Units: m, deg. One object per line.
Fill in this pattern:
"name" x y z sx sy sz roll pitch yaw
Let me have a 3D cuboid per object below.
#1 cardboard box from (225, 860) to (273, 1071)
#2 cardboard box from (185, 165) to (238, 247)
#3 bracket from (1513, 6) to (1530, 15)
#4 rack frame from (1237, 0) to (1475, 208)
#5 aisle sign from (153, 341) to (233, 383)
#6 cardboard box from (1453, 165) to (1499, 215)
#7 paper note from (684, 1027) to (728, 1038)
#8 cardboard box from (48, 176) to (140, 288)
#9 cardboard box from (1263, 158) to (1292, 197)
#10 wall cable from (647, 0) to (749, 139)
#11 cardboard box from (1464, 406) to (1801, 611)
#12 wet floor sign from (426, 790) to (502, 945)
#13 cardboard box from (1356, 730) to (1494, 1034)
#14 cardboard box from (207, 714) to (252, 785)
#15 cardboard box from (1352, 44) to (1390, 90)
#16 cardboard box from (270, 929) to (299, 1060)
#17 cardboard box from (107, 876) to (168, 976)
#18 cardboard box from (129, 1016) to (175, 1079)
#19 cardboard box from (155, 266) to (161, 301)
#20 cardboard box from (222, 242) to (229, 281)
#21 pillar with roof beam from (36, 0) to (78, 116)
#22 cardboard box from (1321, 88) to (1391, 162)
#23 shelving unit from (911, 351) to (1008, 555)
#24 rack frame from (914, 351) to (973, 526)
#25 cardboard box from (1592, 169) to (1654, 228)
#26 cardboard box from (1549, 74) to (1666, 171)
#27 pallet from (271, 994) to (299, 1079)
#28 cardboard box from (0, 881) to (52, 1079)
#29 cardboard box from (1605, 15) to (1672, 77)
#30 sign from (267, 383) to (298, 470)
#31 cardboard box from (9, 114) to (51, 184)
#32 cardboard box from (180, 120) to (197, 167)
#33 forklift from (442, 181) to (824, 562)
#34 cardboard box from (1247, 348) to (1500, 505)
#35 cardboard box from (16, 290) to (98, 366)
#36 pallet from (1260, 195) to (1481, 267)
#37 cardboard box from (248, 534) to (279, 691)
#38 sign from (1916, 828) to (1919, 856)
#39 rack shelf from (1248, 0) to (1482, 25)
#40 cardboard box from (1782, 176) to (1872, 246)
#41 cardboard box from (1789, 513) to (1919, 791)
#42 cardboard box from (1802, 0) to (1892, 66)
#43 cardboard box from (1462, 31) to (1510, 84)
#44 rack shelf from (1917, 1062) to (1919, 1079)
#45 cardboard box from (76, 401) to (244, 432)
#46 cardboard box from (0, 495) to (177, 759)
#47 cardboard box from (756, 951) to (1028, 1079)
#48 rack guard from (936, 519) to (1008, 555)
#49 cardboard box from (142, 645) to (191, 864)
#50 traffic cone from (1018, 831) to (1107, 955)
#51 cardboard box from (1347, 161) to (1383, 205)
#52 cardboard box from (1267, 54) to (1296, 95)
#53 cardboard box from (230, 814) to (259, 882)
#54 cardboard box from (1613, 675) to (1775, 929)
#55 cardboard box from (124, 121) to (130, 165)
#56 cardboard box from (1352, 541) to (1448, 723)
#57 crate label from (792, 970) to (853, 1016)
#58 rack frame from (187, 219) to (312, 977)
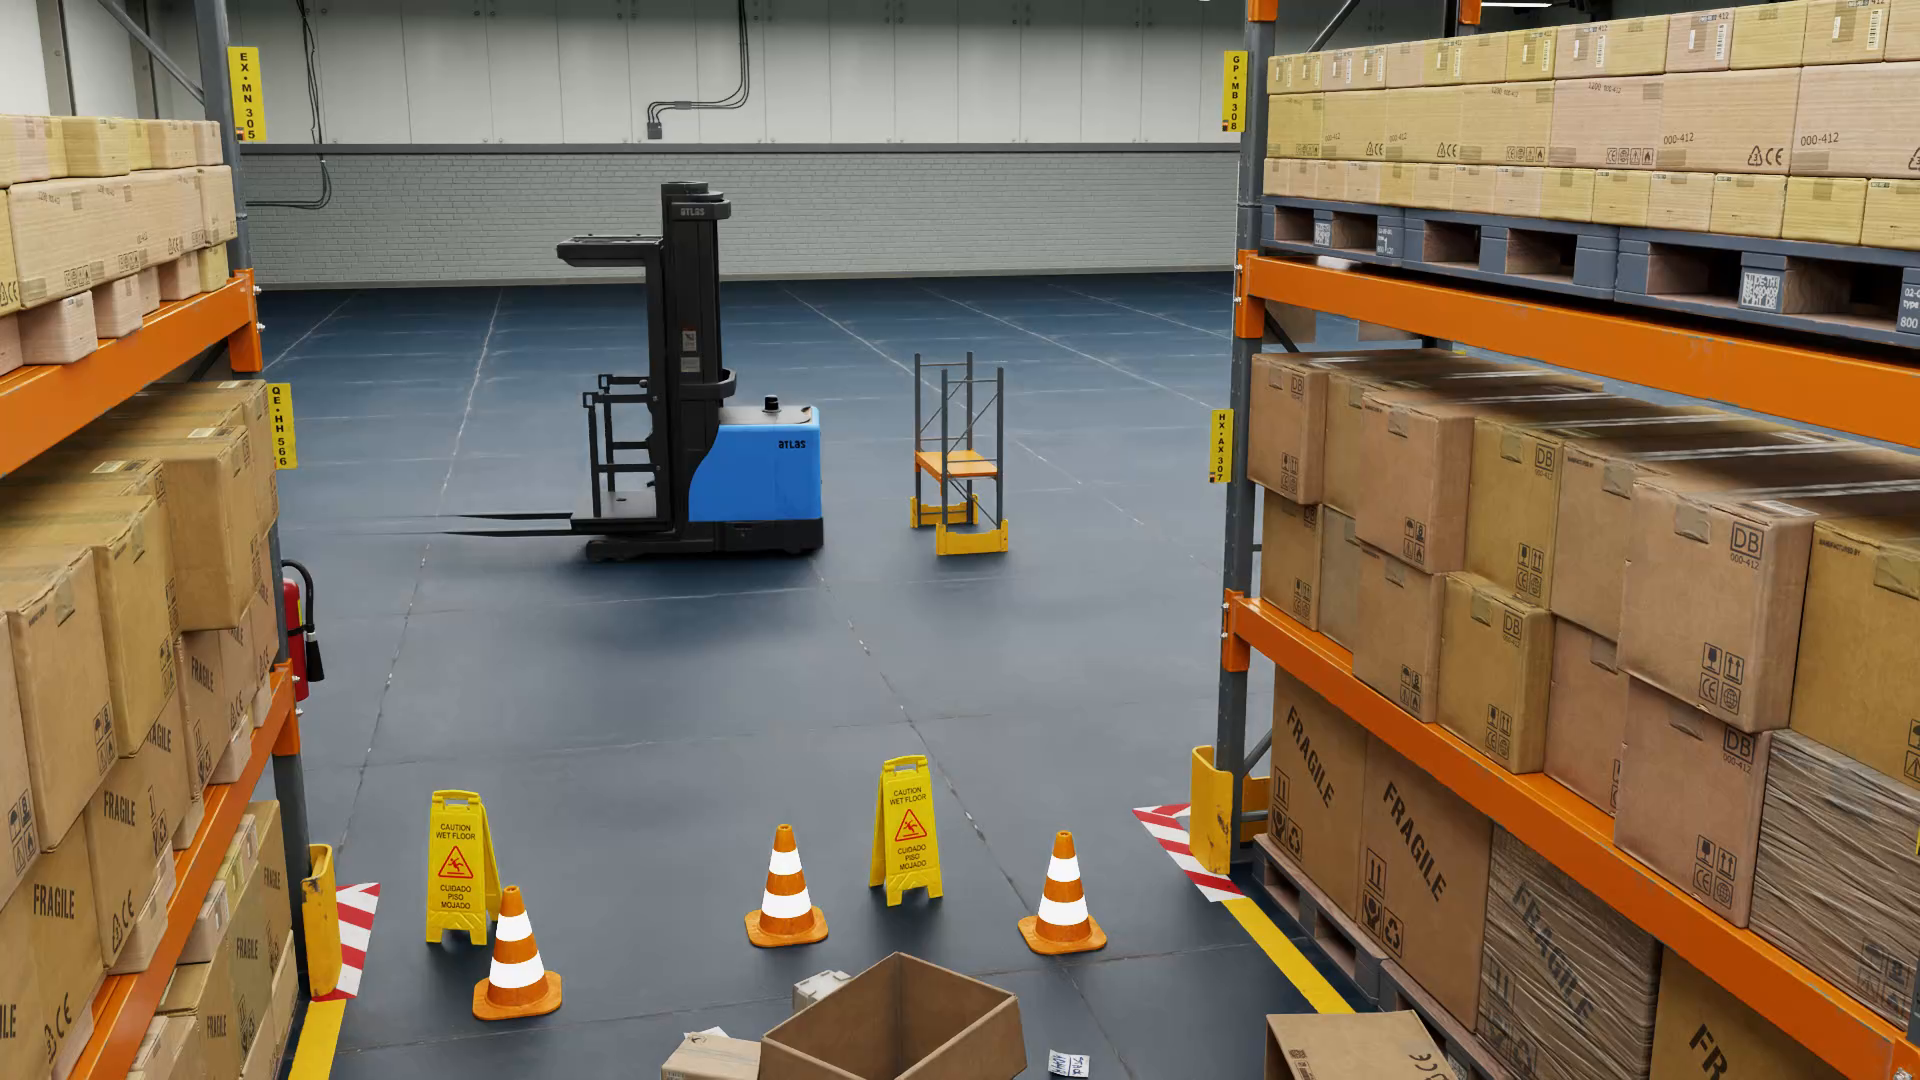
"cardboard box" -2.531 1.374 5.312 0.500 0.500 0.500 -3 14 -11
"cardboard box" -2.717 -1.110 5.518 0.500 0.250 0.500 -3 14 -14
"bracket" 13.939 -13.158 41.238 0.235 0.232 0.430 -3 14 -13
"rack frame" 1.689 -2.897 6.826 1.000 3.000 0.127 -3 14 -13
"aisle sign" -2.832 -0.977 6.129 0.394 0.787 0.004 -3 14 -13
"cardboard box" 1.815 -1.124 5.321 0.380 0.149 0.250 -3 14 -13
"paper note" -0.942 1.865 6.227 0.148 0.019 0.142 -9 16 -33
"cardboard box" -2.353 -0.758 4.078 0.500 0.250 0.500 -3 14 -13
"cardboard box" 1.458 -1.474 6.753 0.380 0.149 0.250 -3 14 -13
"wall cable" -5.856 -11.962 36.761 2.305 6.003 0.169 -3 14 -13
"cardboard box" 2.208 -0.119 5.504 0.875 0.550 0.500 -3 14 -13
"wet floor sign" -2.103 1.356 7.016 0.267 0.644 0.232 2 14 6
"cardboard box" 2.121 1.201 6.285 0.875 0.875 0.875 -4 14 -14
"cardboard box" -2.507 0.683 5.342 0.380 0.149 0.250 -3 14 -12
"cardboard box" 1.635 -1.688 5.950 0.380 0.149 0.250 -3 14 -13
"cardboard box" -2.642 1.625 5.865 0.500 0.250 0.500 -3 14 -13
"cardboard box" -2.213 0.975 4.147 0.380 0.149 0.250 -3 14 -13
"cardboard box" -2.195 1.327 4.136 0.380 0.149 0.250 -2 14 -10
"cardboard box" -2.629 -0.771 4.973 0.380 0.149 0.250 -3 14 -13
"cardboard box" -2.743 -0.952 5.714 0.380 0.149 0.250 -3 14 -13
"pillar with roof beam" -10.087 -7.886 27.247 9.100 9.000 0.400 -3 14 -13
"cardboard box" 1.673 -1.522 6.109 0.500 0.250 0.500 -3 14 -14
"shelving unit" -0.018 -0.746 13.821 0.587 1.500 1.083 -3 14 -13
"rack frame" -0.139 -0.866 14.310 0.500 1.500 0.032 -3 14 -13
"cardboard box" 1.993 -0.949 4.603 0.380 0.149 0.250 -3 14 -12
"cardboard box" 2.029 -1.173 4.682 0.500 0.250 0.500 -3 14 -14
"pallet" -2.925 1.878 5.797 1.003 0.211 1.213 -3 14 -13
"cardboard box" -1.992 0.929 2.968 0.500 0.500 0.500 -3 14 -13
"cardboard box" 1.994 -1.336 4.508 0.380 0.149 0.250 -3 14 -13
"sign" -2.555 -0.426 6.246 0.100 0.325 0.005 -3 14 -13
"cardboard box" -2.275 -0.872 3.705 0.380 0.149 0.250 -3 14 -14
"cardboard box" -2.709 -1.283 5.388 0.380 0.149 0.250 -3 14 -12
"forklift" -2.649 -1.380 13.398 3.031 2.935 1.130 -1 14 -5
"cardboard box" 1.738 -0.493 7.033 0.875 0.550 0.550 -3 14 -13
"cardboard box" -2.212 -0.484 3.798 0.380 0.149 0.250 -4 14 -14
"pallet" 1.873 -1.227 6.494 1.003 0.211 1.213 -3 14 -13
"cardboard box" -2.704 0.233 5.816 0.500 0.500 0.500 -4 14 -14
"sign" 2.089 0.512 3.521 0.100 0.325 0.005 -3 14 -13
"rack shelf" 2.159 -1.892 5.070 1.077 0.370 4.000 -3 14 -13
"cardboard box" 2.173 -0.772 3.882 0.380 0.149 0.250 -3 14 -12
"cardboard box" 2.575 0.255 3.971 0.875 0.550 0.550 -3 14 -13
"cardboard box" 2.173 -1.160 3.790 0.380 0.149 0.250 -3 14 -13
"cardboard box" 1.816 -1.511 5.226 0.380 0.149 0.250 -3 14 -12
"rack shelf" 3.098 1.750 1.958 1.077 0.370 4.000 -3 14 -13
"cardboard box" -2.655 -0.140 5.235 0.700 0.500 0.500 -3 14 -13
"cardboard box" -2.242 0.210 3.803 0.700 0.500 0.500 -4 14 -14
"cardboard box" -0.226 1.793 5.529 0.637 0.503 0.797 10 17 35
"rack guard" 0.099 -0.024 13.499 0.587 0.250 0.087 -3 14 -13
"cardboard box" -2.376 0.582 4.386 0.500 0.500 0.500 -3 14 -13
"traffic cone" 0.433 1.451 7.014 0.336 0.463 0.334 -3 14 -13
"cardboard box" 1.637 -1.299 6.037 0.380 0.149 0.250 -3 14 -13
"cardboard box" 1.458 -1.864 6.668 0.380 0.149 0.250 -3 14 -13
"cardboard box" -2.506 1.020 5.395 0.380 0.149 0.250 -3 14 -12
"cardboard box" 2.379 0.657 4.603 0.875 0.550 0.550 -3 14 -13
"cardboard box" -2.572 -1.107 4.667 0.380 0.149 0.250 -3 14 -13
"cardboard box" 1.980 0.289 6.108 0.875 0.550 0.550 -3 14 -13
"crate label" -0.500 1.772 6.387 0.250 0.136 0.298 -13 19 -42
"rack frame" -3.099 0.316 6.313 1.000 3.000 0.127 -3 14 -13
